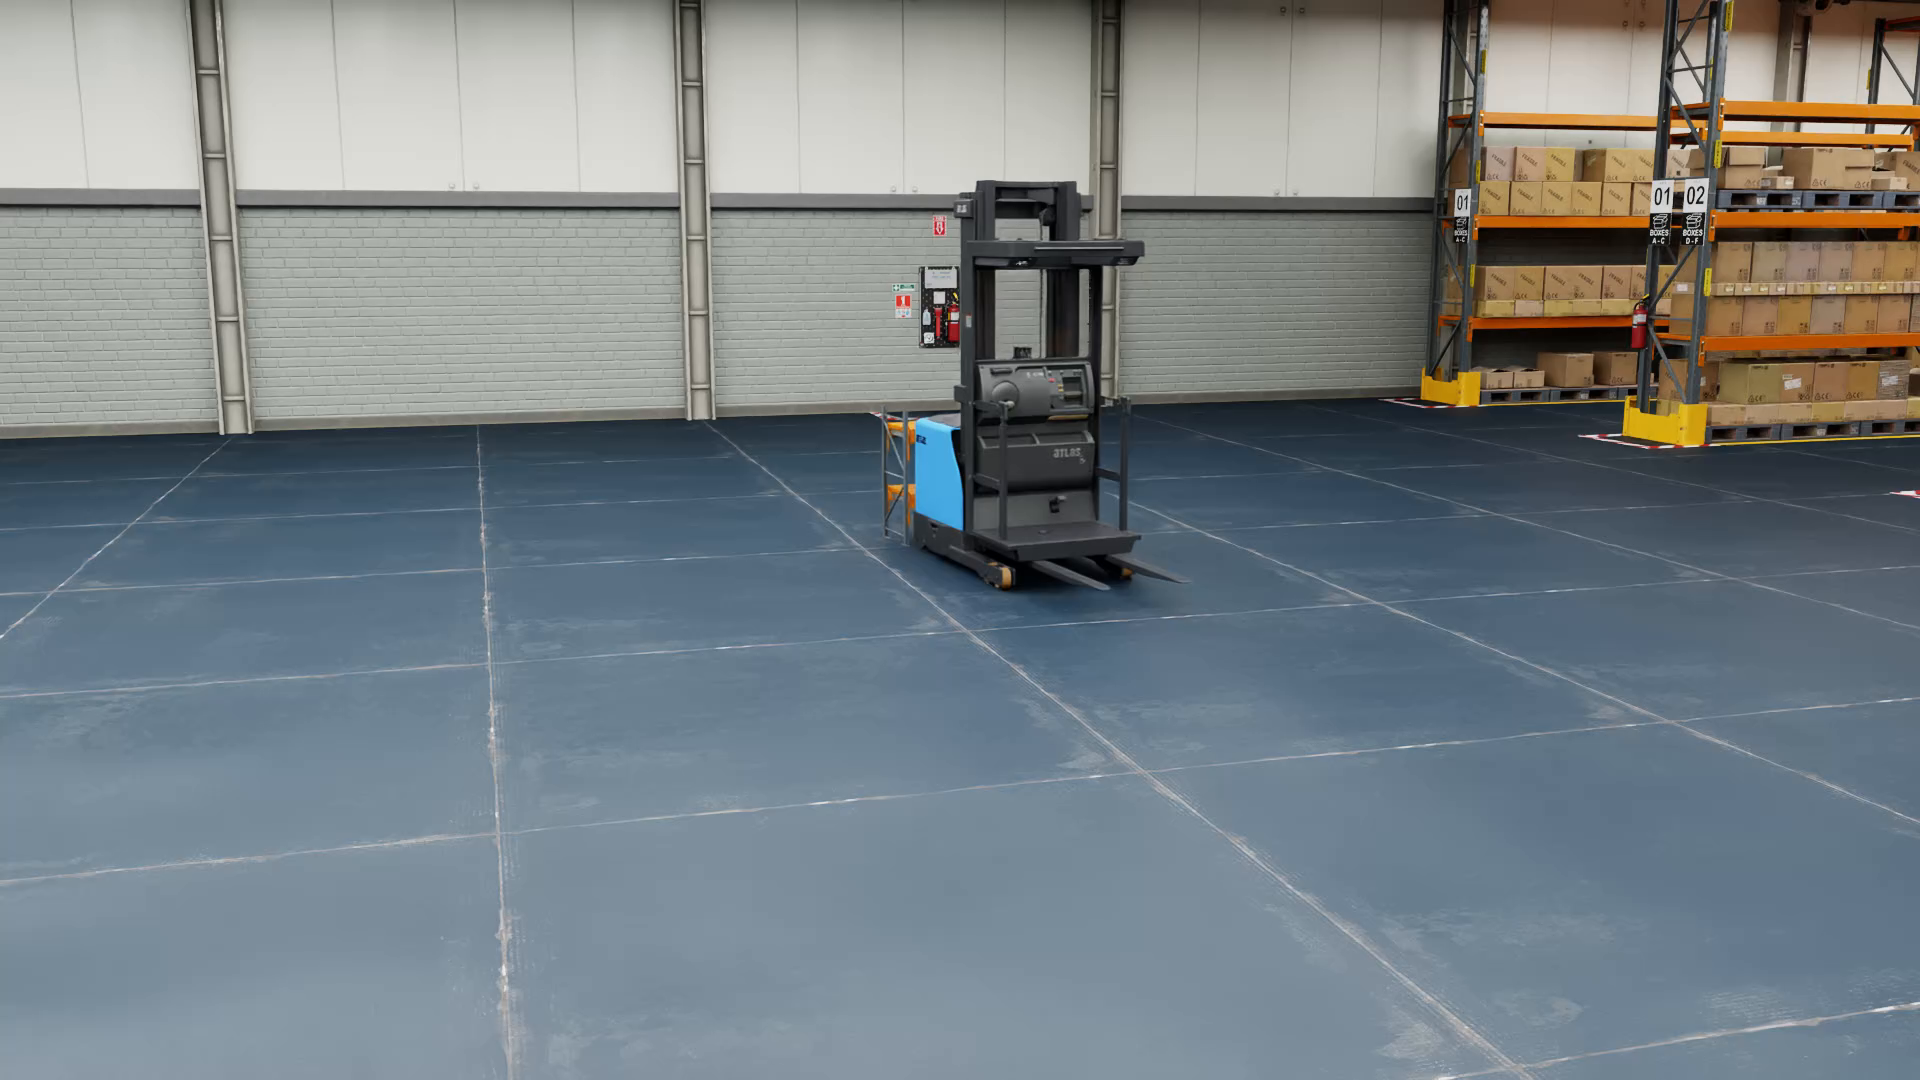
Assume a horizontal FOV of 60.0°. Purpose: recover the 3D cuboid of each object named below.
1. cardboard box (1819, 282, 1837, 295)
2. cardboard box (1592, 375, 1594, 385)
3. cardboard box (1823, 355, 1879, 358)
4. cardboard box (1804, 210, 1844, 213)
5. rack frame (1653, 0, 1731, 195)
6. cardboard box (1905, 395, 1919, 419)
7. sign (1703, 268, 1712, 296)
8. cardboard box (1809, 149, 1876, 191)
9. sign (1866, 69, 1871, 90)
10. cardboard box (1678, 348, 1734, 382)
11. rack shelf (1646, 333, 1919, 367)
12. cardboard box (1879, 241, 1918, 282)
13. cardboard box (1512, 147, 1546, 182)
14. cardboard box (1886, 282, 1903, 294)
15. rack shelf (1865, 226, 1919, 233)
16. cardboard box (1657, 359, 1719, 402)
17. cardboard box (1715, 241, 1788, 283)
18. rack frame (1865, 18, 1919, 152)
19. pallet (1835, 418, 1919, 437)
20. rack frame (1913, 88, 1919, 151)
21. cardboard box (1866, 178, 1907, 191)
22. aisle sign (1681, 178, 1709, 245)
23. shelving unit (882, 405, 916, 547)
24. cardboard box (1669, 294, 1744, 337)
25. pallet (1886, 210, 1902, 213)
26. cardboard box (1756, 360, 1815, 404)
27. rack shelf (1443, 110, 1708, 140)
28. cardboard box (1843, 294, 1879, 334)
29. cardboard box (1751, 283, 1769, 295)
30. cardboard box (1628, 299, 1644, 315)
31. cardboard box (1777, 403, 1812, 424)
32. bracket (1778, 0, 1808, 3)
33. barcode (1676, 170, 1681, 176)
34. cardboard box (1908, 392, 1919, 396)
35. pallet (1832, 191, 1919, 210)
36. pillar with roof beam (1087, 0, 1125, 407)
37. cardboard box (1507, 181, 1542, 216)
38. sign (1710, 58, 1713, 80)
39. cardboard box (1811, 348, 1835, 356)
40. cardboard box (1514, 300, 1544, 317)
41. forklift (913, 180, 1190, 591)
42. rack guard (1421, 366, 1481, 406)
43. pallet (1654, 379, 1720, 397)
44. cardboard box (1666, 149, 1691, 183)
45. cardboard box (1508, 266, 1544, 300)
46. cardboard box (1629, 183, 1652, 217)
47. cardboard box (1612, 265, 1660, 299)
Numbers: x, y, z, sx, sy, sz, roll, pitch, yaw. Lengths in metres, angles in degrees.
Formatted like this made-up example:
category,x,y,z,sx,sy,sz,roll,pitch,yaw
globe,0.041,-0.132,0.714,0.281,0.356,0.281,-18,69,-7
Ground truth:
category,x,y,z,sx,sy,sz,roll,pitch,yaw
cardboard box,10.758,-3.163,20.876,0.250,0.149,0.380,-3,11,-15
cardboard box,9.756,-2.535,26.192,0.250,0.149,0.380,-4,11,-21
cardboard box,11.675,-2.165,21.884,0.500,0.500,0.500,-3,11,-16
cardboard box,13.868,-5.487,26.942,0.637,0.503,0.797,-1,11,-8
rack frame,8.845,-5.685,20.075,0.127,3.000,1.000,-3,11,-16
cardboard box,12.302,-1.730,21.594,0.500,0.250,0.500,-3,11,-16
sign,8.995,-3.103,20.007,0.005,0.325,0.100,-3,11,-16
cardboard box,11.069,-4.677,21.052,0.637,0.503,0.797,-2,11,-10
sign,14.980,-7.585,27.375,0.005,0.325,0.100,-3,11,-16
cardboard box,12.000,-2.825,26.799,0.500,0.500,0.700,-3,11,-14
rack shelf,10.766,-2.482,21.233,4.000,0.370,1.077,-3,11,-16
cardboard box,11.777,-3.575,21.323,0.500,0.500,0.700,-3,11,-16
cardboard box,8.391,-5.616,24.888,0.500,0.500,0.500,-3,11,-17
cardboard box,11.744,-3.215,21.159,0.250,0.149,0.380,-3,11,-16
rack shelf,17.059,-5.223,27.837,4.000,0.370,1.077,-3,11,-16
cardboard box,9.277,-2.037,21.189,0.500,0.500,0.500,-3,11,-16
cardboard box,9.851,-3.474,20.772,0.500,0.500,0.700,-3,11,-17
rack frame,15.138,-6.951,26.950,0.127,3.000,1.000,-3,11,-16
pallet,11.911,-1.533,21.791,1.213,0.211,1.003,-3,11,-16
rack frame,12.686,-5.888,21.174,0.127,3.000,1.000,-3,11,-16
cardboard box,11.604,-4.456,20.828,0.250,0.149,0.380,-3,11,-16
aisle sign,8.868,-3.957,20.075,0.004,0.787,0.394,-3,11,-16
shelving unit,-0.080,-0.579,14.084,1.048,1.125,0.538,-5,11,-24
cardboard box,9.297,-2.806,20.725,0.500,0.500,0.700,-3,11,-16
pallet,15.742,-5.425,27.466,1.003,0.211,1.213,-2,11,-13
cardboard box,10.378,-2.000,20.987,0.500,0.500,0.500,-3,11,-16
rack shelf,9.377,-6.292,25.366,4.000,0.370,1.077,-3,11,-16
cardboard box,11.274,-2.910,21.295,0.500,0.500,0.700,-3,11,-15
cardboard box,9.775,-3.112,20.597,0.250,0.149,0.380,-3,11,-16
cardboard box,10.447,-3.634,25.860,0.500,0.250,0.500,-3,11,-16
cardboard box,10.382,-1.629,21.044,0.500,0.250,0.500,-3,11,-16
bracket,13.349,-8.723,26.635,0.430,0.232,0.235,-3,11,-16
barcode,9.000,-4.595,20.832,0.075,0.075,0.001,-3,11,-16
cardboard box,13.003,-1.863,22.316,0.500,0.250,0.500,-3,11,-16
pallet,11.874,-4.321,21.195,1.213,0.211,1.003,-3,11,-16
pillar with roof beam,3.330,-5.680,20.046,0.400,9.000,9.100,-3,11,-16
cardboard box,8.374,-5.125,24.982,0.500,0.500,0.500,-2,11,-12
sign,11.432,-7.152,25.242,0.005,0.325,0.100,-3,11,-16
cardboard box,13.934,-2.936,27.401,0.500,0.500,0.700,-3,11,-16
cardboard box,8.509,-3.530,25.297,0.500,0.250,0.500,-3,11,-18
forklift,0.661,-1.168,12.297,1.130,2.935,3.031,-4,11,-23
rack guard,7.530,-2.370,25.542,0.348,0.500,1.175,-3,11,-16
pallet,12.045,-2.467,26.862,1.213,0.211,1.003,-3,11,-16
cardboard box,10.892,-5.752,25.627,0.500,0.500,0.500,-4,11,-21
cardboard box,8.477,-3.896,25.212,0.500,0.500,0.500,-3,11,-16
cardboard box,10.393,-5.241,25.612,0.500,0.500,0.500,-4,11,-21
cardboard box,10.453,-3.999,25.773,0.500,0.500,0.500,-3,11,-16
